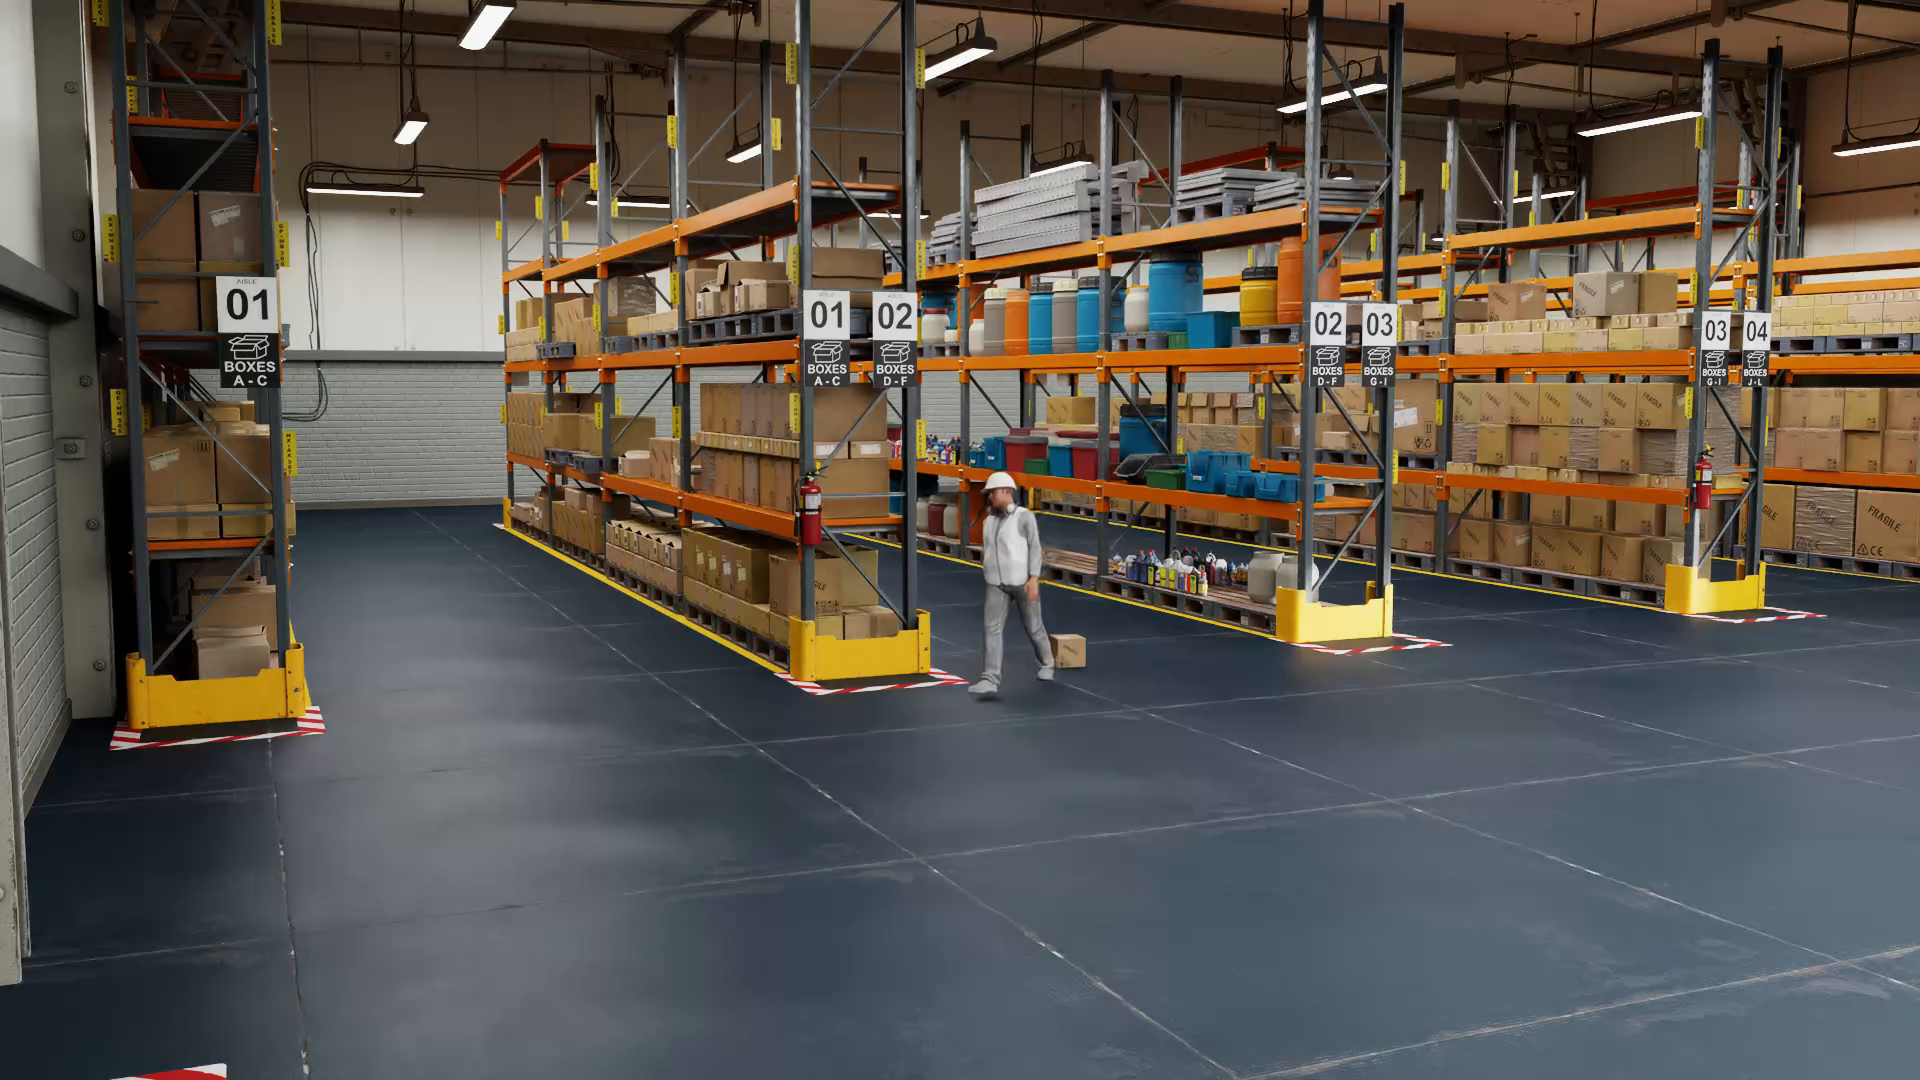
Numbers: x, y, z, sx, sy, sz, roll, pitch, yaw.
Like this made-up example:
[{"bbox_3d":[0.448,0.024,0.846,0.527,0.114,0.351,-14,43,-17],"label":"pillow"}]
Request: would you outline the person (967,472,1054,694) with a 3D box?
[{"bbox_3d":[0.377,0.329,13.146,0.480,1.716,0.999,3,6,29],"label":"person"}]
